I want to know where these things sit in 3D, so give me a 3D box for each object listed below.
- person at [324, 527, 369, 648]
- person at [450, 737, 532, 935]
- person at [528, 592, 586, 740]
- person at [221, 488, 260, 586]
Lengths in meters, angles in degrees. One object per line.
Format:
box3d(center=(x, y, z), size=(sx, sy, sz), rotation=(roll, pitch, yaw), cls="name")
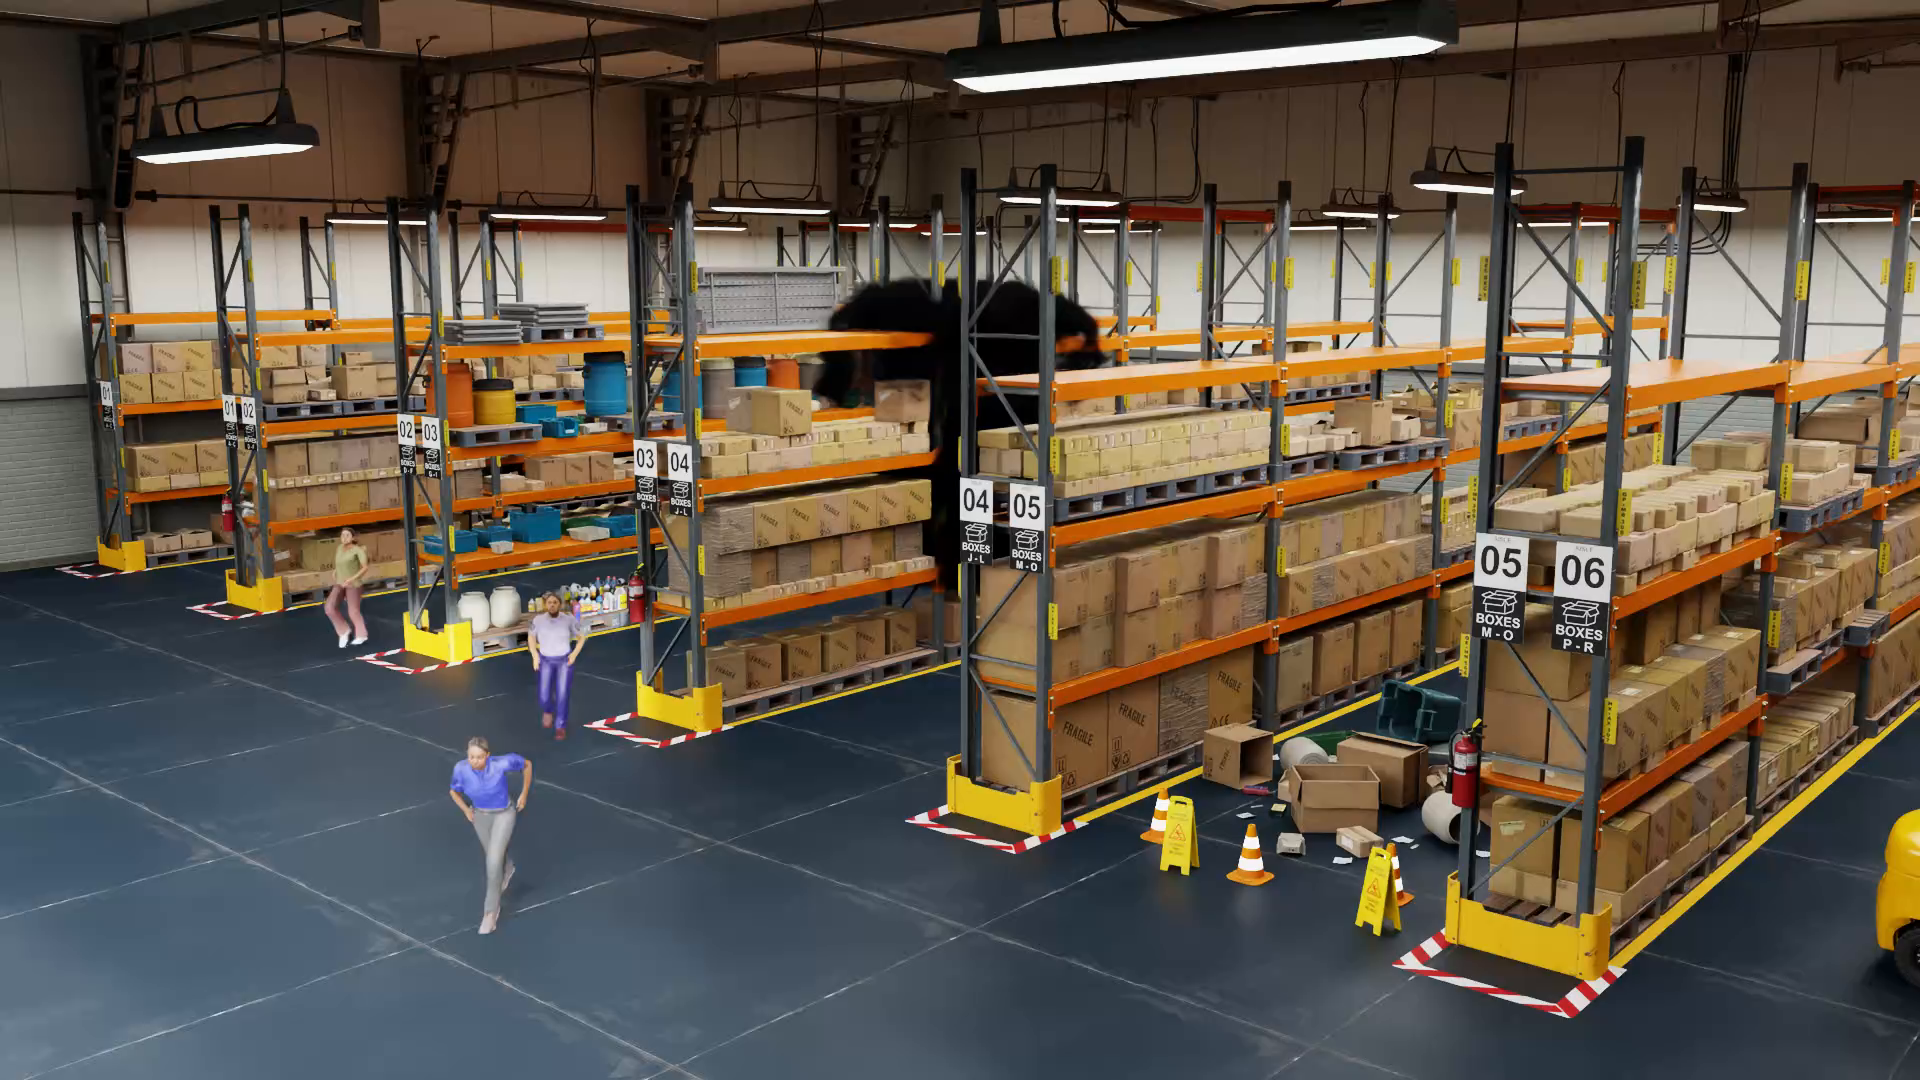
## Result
box3d(center=(-8.274, 0.631, 22.491), size=(0.595, 1.645, 0.626), rotation=(3, 10, 17), cls="person")
box3d(center=(-3.695, 2.246, 13.257), size=(0.618, 1.615, 0.962), rotation=(0, 9, -2), cls="person")
box3d(center=(-4.423, 1.366, 18.275), size=(0.621, 1.619, 0.549), rotation=(-1, 10, -9), cls="person")
box3d(center=(-11.434, -0.044, 26.479), size=(0.612, 1.645, 0.584), rotation=(6, 11, 34), cls="person")
